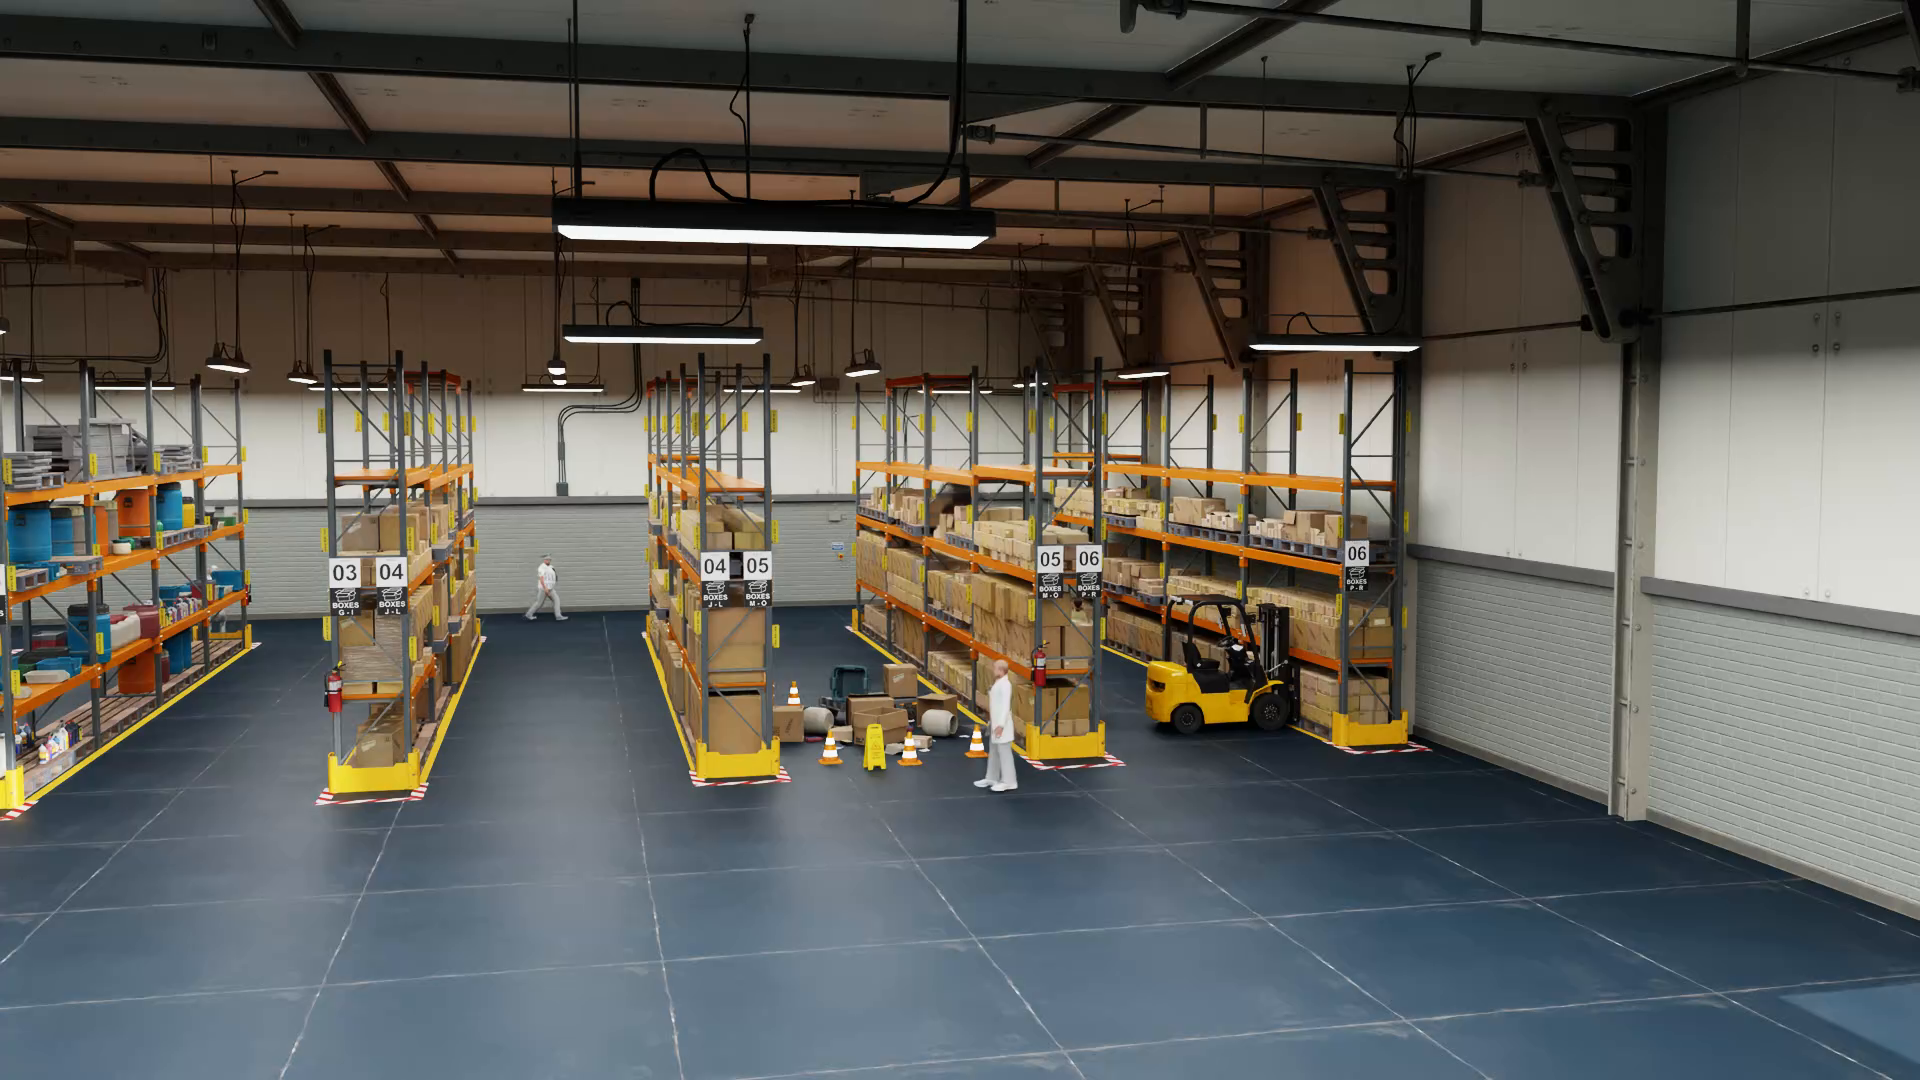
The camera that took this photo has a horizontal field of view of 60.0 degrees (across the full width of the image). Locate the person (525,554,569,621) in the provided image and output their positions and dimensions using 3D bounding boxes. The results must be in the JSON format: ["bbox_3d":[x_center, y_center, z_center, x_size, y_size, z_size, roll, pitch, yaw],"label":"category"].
[{"bbox_3d":[-10.480,1.199,42.138,1.069,1.715,0.589,1,4,11],"label":"person"}]

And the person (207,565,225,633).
[{"bbox_3d":[-17.753,1.426,39.547,0.557,1.680,0.426,-1,4,-20],"label":"person"}]

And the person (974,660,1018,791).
[{"bbox_3d":[0.503,2.527,22.737,0.557,1.796,0.659,-1,4,-9],"label":"person"}]

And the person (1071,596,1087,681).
[{"bbox_3d":[2.072,1.844,29.950,0.450,1.696,0.450,-1,4,-10],"label":"person"}]
